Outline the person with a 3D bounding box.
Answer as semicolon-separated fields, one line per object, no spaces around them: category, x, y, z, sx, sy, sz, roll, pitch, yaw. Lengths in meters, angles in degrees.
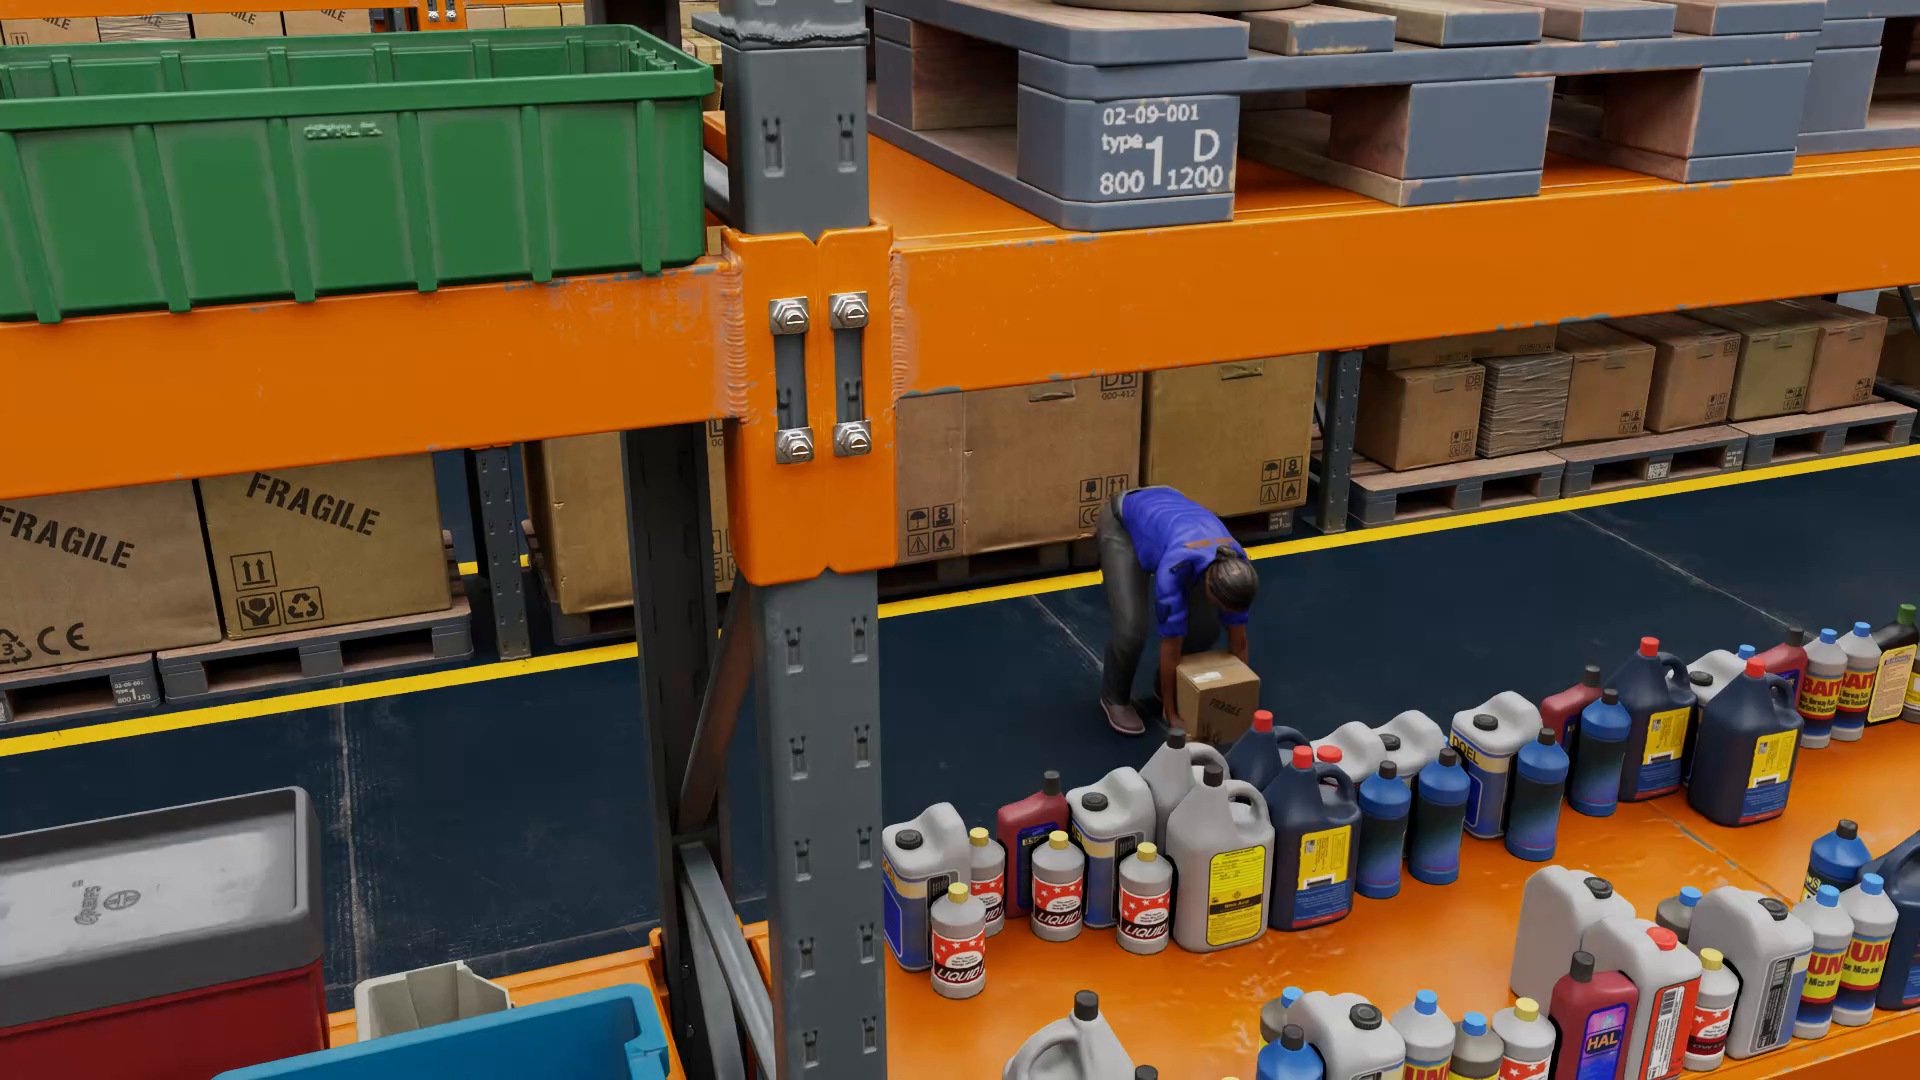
person;0.822;0.328;6.233;0.445;0.954;0.876;-9;24;-20
